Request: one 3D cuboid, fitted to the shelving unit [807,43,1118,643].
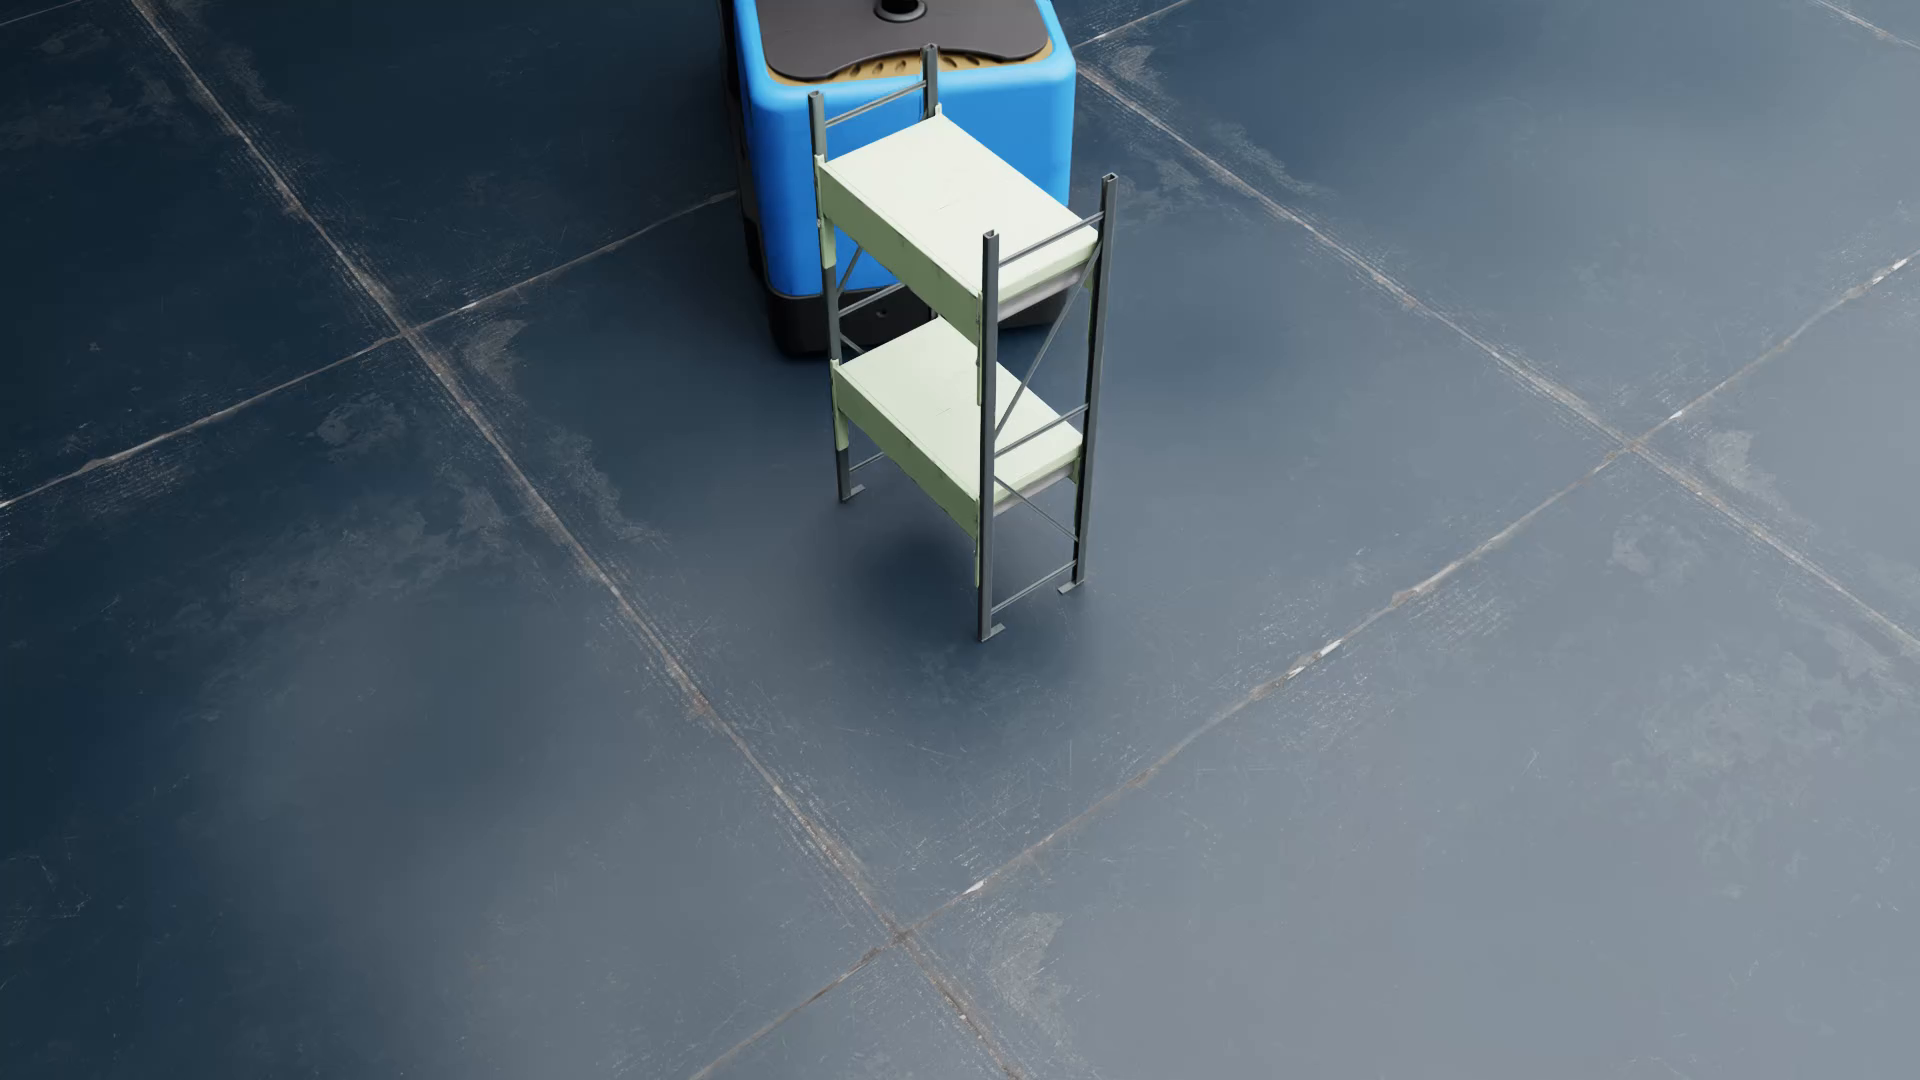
[{"bbox_3d":[-0.004,-0.508,4.698,0.431,1.500,0.755,-29,54,-24],"label":"shelving unit"}]

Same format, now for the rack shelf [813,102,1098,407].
[{"bbox_3d":[-0.004,-0.770,4.409,0.431,0.370,0.720,-29,54,-24],"label":"rack shelf"}]

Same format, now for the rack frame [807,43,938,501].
[{"bbox_3d":[-0.226,-0.723,4.894,0.400,1.500,0.023,-29,54,-24],"label":"rack frame"}]

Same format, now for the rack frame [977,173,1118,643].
[{"bbox_3d":[0.218,-0.292,4.502,0.400,1.500,0.023,-29,54,-24],"label":"rack frame"}]

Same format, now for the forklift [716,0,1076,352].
[{"bbox_3d":[-0.390,-2.743,5.758,1.130,2.935,3.031,-8,48,-7],"label":"forklift"}]

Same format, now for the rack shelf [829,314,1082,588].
[{"bbox_3d":[-0.004,-0.289,4.939,0.431,0.370,0.720,-29,54,-24],"label":"rack shelf"}]
